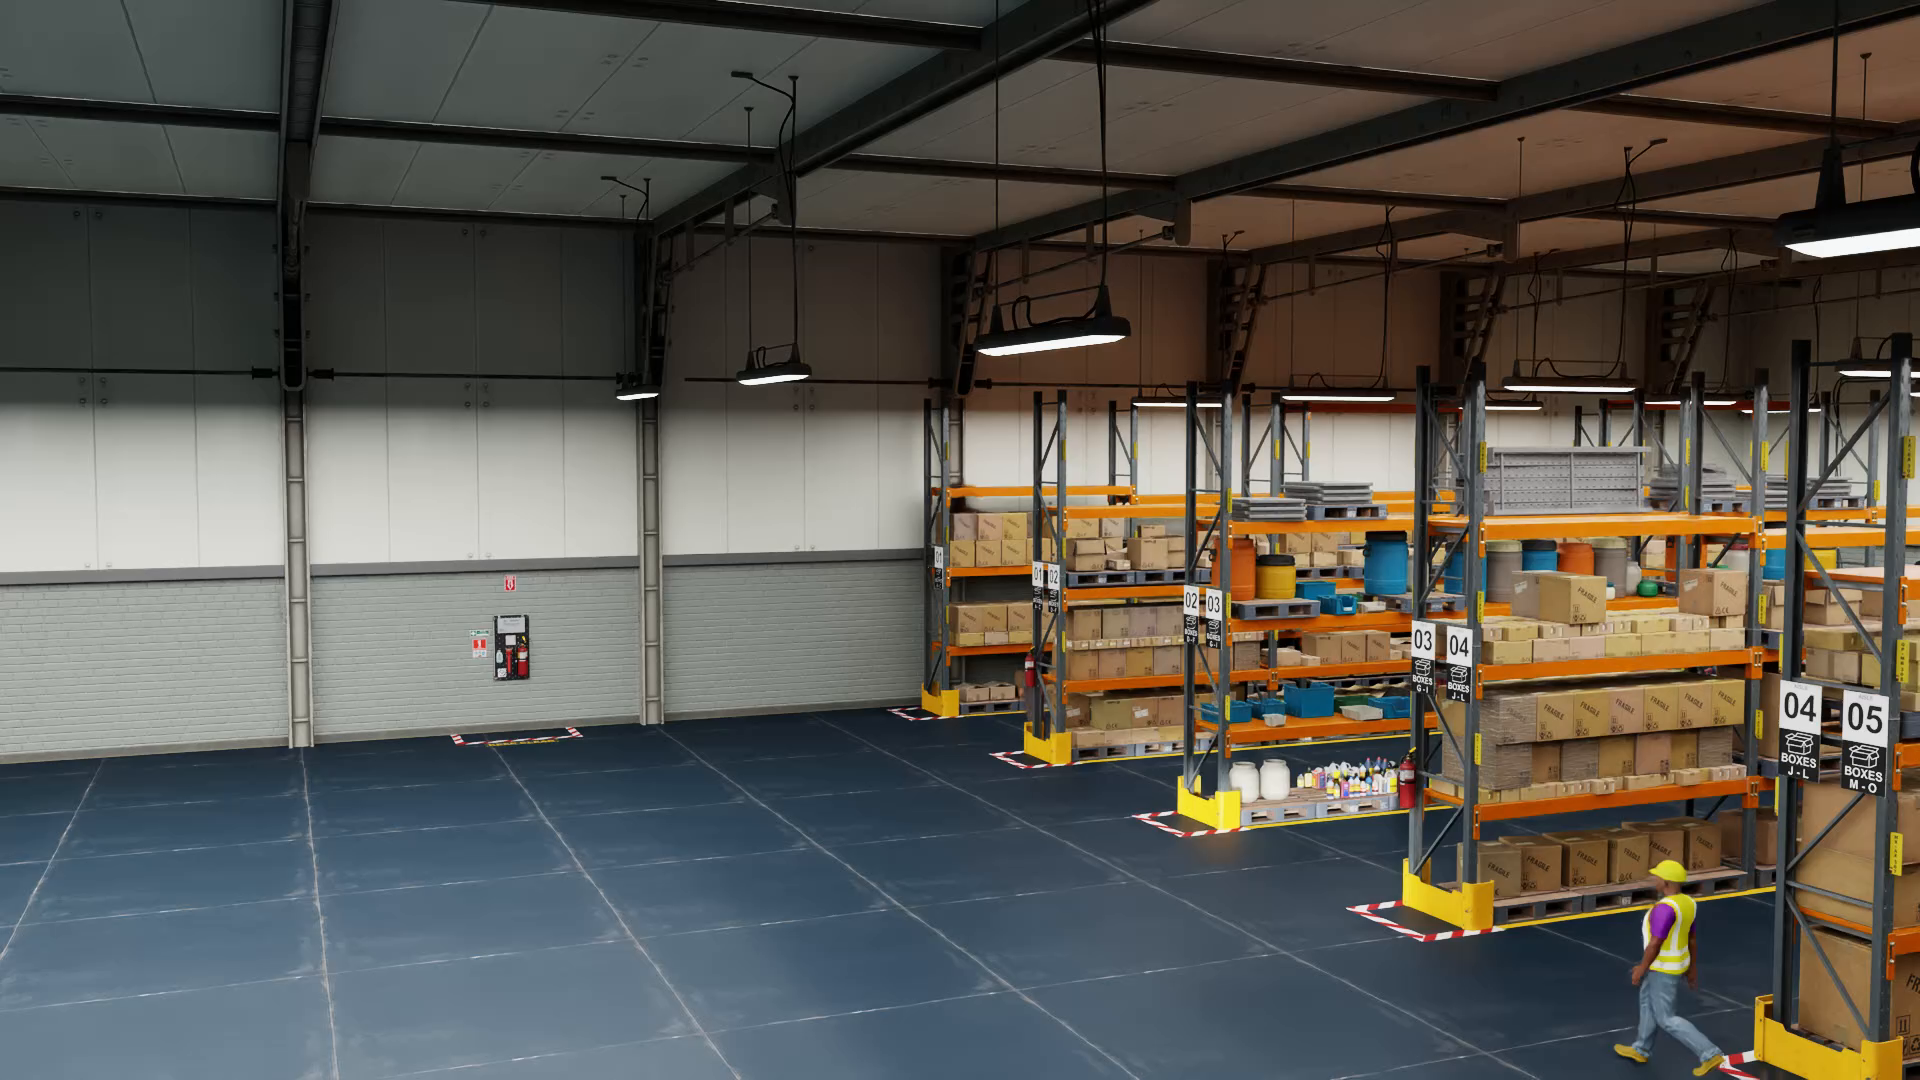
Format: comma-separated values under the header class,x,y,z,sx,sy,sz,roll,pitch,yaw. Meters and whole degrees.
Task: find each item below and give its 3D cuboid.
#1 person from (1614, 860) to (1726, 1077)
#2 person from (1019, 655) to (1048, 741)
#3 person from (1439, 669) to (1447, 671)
class,x,y,z,sx,sy,sz,roll,pitch,yaw
person,5.806,3.491,13.597,0.958,1.745,0.559,3,4,41
person,1.288,2.621,28.910,0.451,1.734,0.555,2,4,27
person,9.663,2.396,32.929,0.508,1.711,0.397,0,3,-3
